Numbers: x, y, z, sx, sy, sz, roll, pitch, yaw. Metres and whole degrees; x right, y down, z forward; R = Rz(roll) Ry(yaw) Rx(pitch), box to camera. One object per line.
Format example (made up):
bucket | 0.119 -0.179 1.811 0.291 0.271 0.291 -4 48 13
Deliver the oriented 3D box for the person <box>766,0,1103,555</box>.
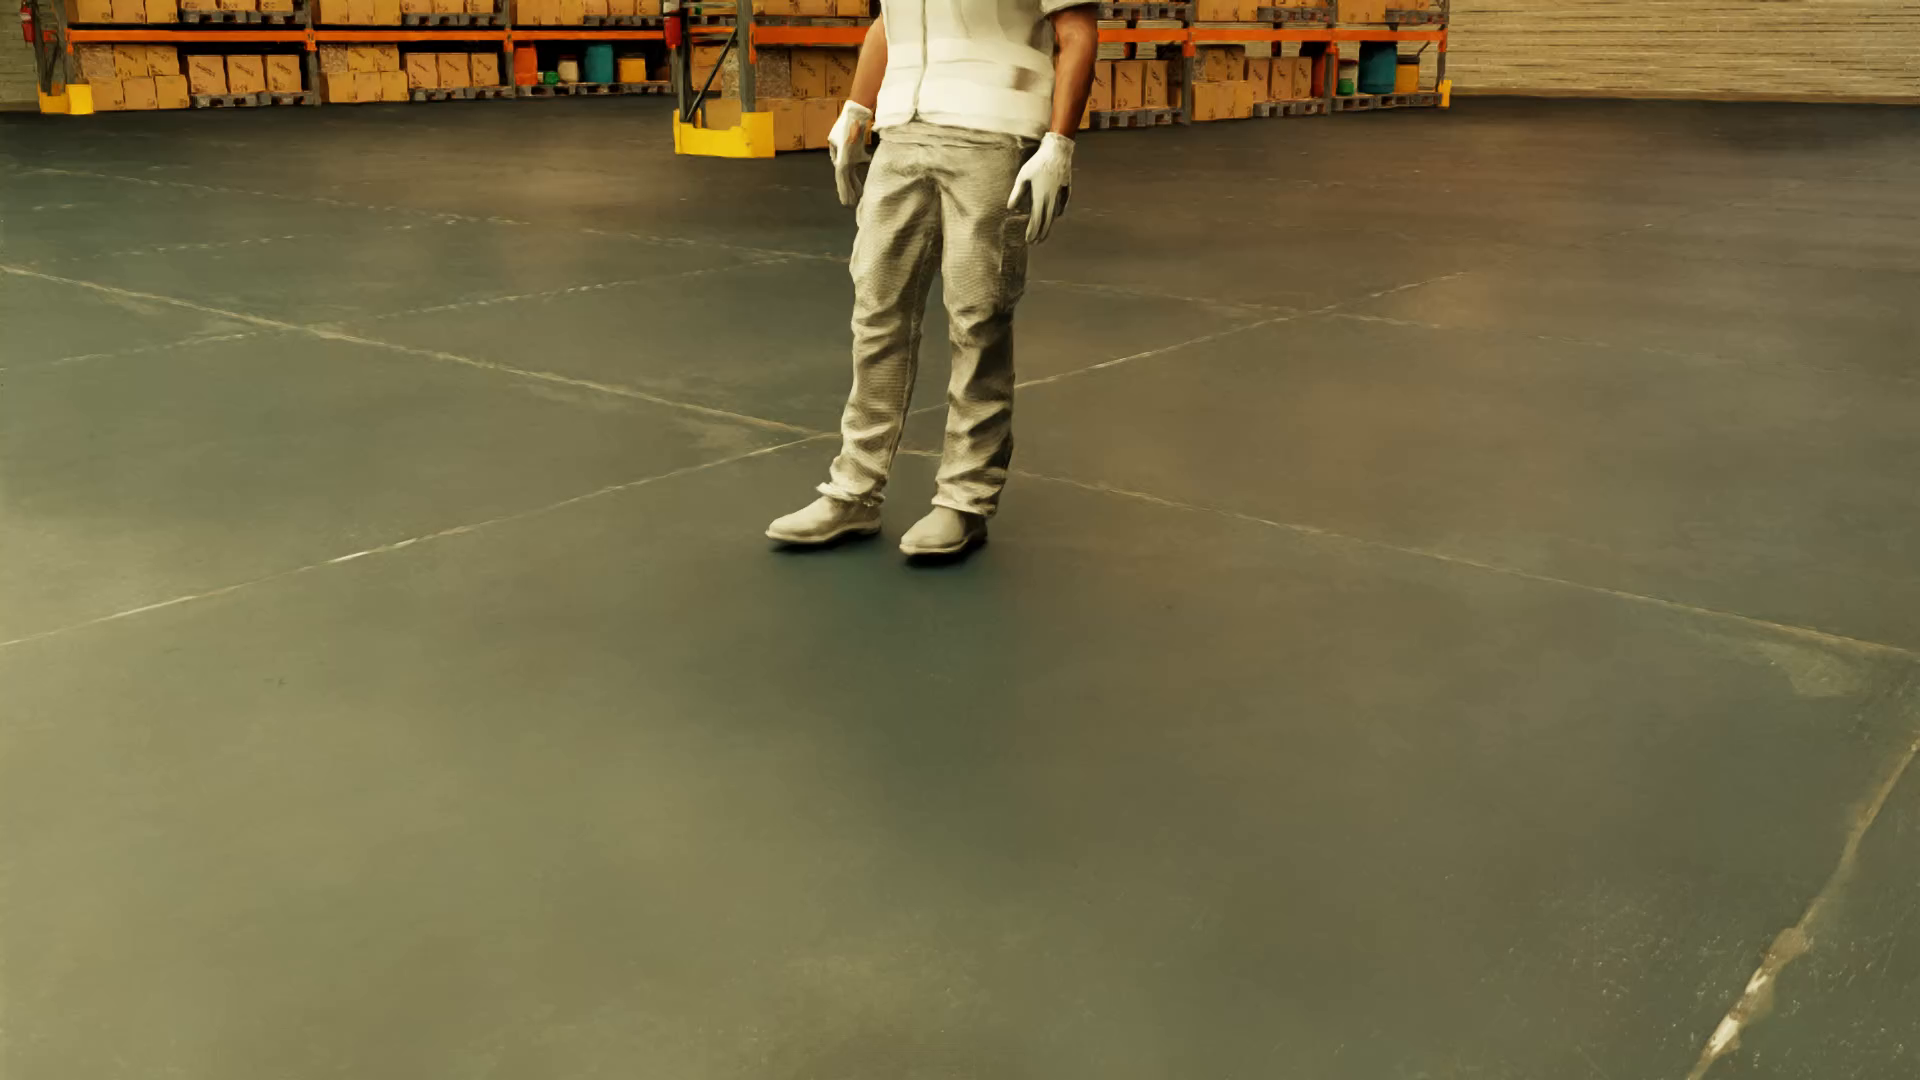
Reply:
person | -0.052 -0.845 3.632 0.655 1.782 0.575 13 21 37
